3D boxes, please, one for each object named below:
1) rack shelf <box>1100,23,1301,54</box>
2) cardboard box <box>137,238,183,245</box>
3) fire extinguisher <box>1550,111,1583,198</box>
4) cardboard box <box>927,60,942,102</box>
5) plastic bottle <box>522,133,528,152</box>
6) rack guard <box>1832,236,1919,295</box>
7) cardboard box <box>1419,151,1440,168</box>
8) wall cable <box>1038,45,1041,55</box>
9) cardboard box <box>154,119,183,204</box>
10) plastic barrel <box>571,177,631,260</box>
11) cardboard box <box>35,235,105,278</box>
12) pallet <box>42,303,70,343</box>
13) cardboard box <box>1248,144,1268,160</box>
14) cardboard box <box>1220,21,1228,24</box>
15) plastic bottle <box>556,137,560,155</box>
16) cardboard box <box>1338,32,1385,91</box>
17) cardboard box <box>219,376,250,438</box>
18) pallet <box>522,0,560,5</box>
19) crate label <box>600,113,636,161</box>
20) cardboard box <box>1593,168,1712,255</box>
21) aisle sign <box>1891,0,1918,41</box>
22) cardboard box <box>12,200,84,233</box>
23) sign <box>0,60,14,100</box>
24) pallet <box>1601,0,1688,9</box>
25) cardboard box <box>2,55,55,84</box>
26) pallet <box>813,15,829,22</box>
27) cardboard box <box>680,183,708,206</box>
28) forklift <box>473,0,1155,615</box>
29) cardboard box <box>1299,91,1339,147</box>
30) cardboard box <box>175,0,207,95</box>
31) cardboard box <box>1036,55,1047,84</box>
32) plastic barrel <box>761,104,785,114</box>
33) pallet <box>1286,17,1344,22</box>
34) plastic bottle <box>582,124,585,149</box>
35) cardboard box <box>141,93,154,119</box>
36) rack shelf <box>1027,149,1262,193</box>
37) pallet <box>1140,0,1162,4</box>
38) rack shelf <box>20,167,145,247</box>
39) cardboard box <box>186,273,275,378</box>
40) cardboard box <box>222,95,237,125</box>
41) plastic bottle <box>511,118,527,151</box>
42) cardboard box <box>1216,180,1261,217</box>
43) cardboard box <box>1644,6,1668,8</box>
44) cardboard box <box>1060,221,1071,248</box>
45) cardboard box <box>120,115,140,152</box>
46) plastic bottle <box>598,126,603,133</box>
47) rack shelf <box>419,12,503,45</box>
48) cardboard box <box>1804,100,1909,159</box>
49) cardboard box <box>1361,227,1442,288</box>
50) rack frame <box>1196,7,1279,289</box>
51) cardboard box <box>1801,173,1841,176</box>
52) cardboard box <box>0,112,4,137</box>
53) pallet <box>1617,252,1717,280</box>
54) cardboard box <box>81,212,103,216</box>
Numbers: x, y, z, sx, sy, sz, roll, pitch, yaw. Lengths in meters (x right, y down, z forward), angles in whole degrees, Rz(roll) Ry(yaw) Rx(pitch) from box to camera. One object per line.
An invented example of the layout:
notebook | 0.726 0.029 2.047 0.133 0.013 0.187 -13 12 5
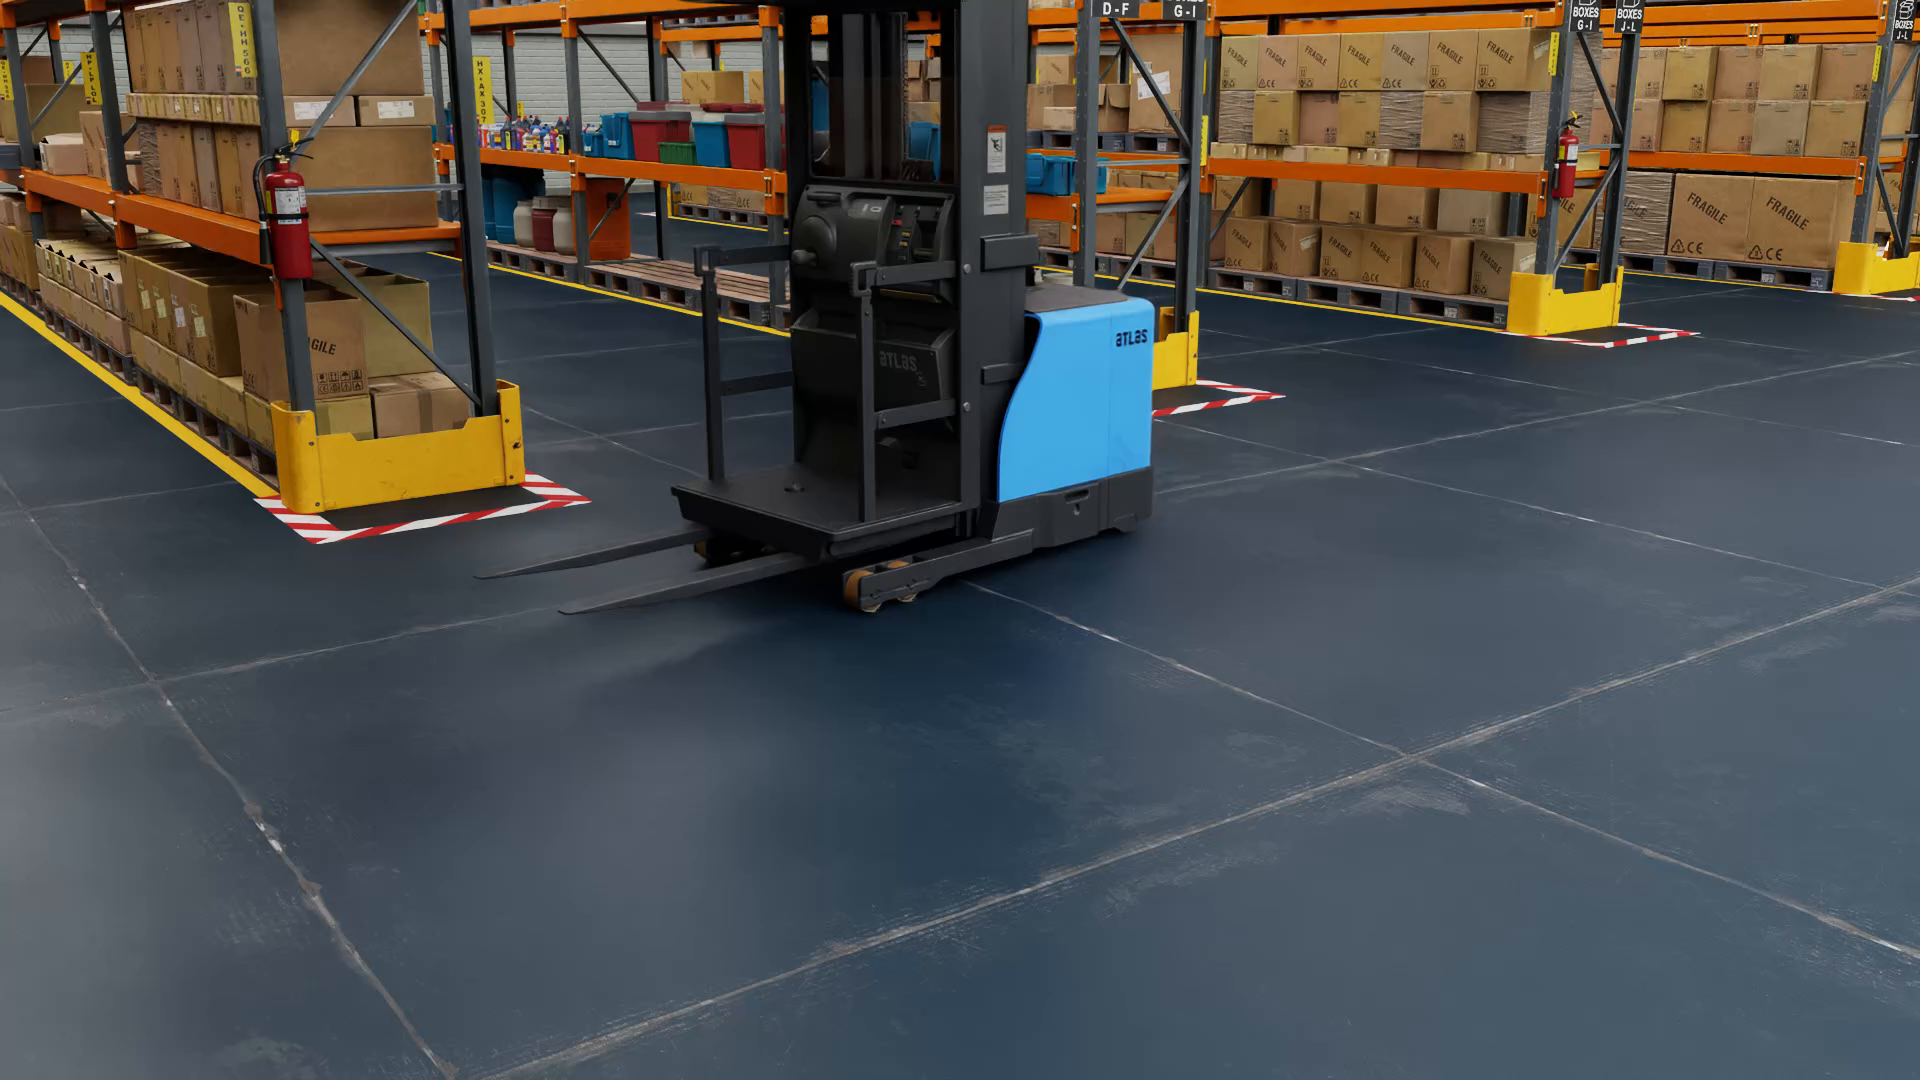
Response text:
rack shelf | 3.373 -7.219 23.951 1.077 0.370 4.000 -11 19 -35
cardboard box | -6.720 -2.370 13.905 0.500 0.311 0.500 -11 19 -35
fire extinguisher | 4.876 -3.102 13.376 0.296 0.674 0.183 -11 19 -35
cardboard box | 0.061 -5.635 20.392 0.797 0.503 0.637 -10 18 -33
plastic bottle | -4.701 -4.322 18.061 0.097 0.201 0.097 0 15 0
rack guard | 9.267 -2.773 16.761 1.175 0.500 0.348 -11 19 -35
cardboard box | 4.264 -3.358 14.638 0.380 0.149 0.250 -11 19 -35
wall cable | 1.596 -10.104 36.884 0.588 1.984 0.122 -11 19 -35
cardboard box | -4.605 -2.396 10.458 0.700 0.500 0.500 -11 19 -35
plastic barrel | -3.830 -3.433 17.752 0.600 0.830 0.708 -11 19 -35
cardboard box | -7.467 -2.397 14.001 0.500 0.311 0.500 -10 18 -33
pallet | -7.085 -1.880 14.046 1.003 0.211 1.213 -11 19 -35
cardboard box | 3.018 -3.772 16.150 0.380 0.149 0.250 -11 19 -35
cardboard box | 3.703 -7.375 22.967 0.500 0.500 0.500 -11 19 -35
plastic bottle | -4.165 -4.127 17.349 0.097 0.201 0.097 0 15 0
cardboard box | 3.780 -4.310 14.994 0.500 0.500 0.500 -11 19 -35
cardboard box | -3.692 -0.749 9.043 0.500 0.250 0.500 -11 19 -35
pallet | -3.900 -5.709 17.430 1.003 0.211 1.213 -11 19 -35
crate label | -3.163 -3.938 16.216 0.502 0.435 0.616 -11 19 -35
cardboard box | 7.747 -3.679 18.564 0.875 0.875 0.875 -11 19 -34
aisle sign | 9.052 -5.176 15.881 0.394 0.787 0.004 -11 19 -35
cardboard box | -8.314 -2.950 15.154 0.500 0.250 0.500 -10 18 -32
sign | -7.971 -3.841 13.885 0.100 0.325 0.005 -11 19 -35
pallet | 7.373 -6.066 18.542 1.003 0.211 1.213 -11 19 -35
cardboard box | -9.939 -4.936 17.845 0.500 0.500 0.500 -10 18 -33
pallet | -1.295 -6.964 22.020 0.805 0.209 1.217 -12 19 -37
cardboard box | -3.785 -5.706 25.970 0.875 0.875 0.875 -11 19 -35
forklift | -0.516 -1.283 6.711 3.031 2.935 1.130 -14 21 -42
cardboard box | 3.685 -3.972 15.655 0.875 0.500 0.500 -11 19 -35
cardboard box | -4.035 -2.812 9.520 0.700 0.500 0.500 -11 19 -34
cardboard box | 1.394 -7.388 26.242 0.500 0.500 0.500 -12 19 -36
plastic barrel | -1.562 -3.625 14.881 0.433 0.535 0.433 0 15 0
pallet | 4.970 -6.919 21.848 1.213 0.211 1.003 -10 18 -32
plastic bottle | -4.247 -4.531 18.694 0.097 0.271 0.097 0 15 0
cardboard box | -4.884 -2.718 10.407 0.380 0.149 0.250 -11 19 -36
rack shelf | 1.653 -4.170 18.492 1.077 0.370 4.000 -11 19 -35
pallet | 2.553 -5.594 17.008 1.213 0.211 1.003 -11 19 -35
rack shelf | -6.362 -2.633 12.877 1.077 0.370 4.000 -11 19 -35
cardboard box | -3.990 -1.216 9.331 0.500 0.500 0.500 -11 19 -35
cardboard box | -3.664 -2.276 8.793 0.380 0.149 0.250 -11 19 -34
plastic bottle | -4.844 -4.456 18.268 0.144 0.351 0.185 -11 19 -35
cardboard box | 3.951 -4.789 23.331 0.500 0.500 0.500 -11 19 -35
cardboard box | 9.792 -7.525 23.195 0.500 0.250 0.500 -11 19 -34
cardboard box | 1.563 -3.574 18.854 0.700 0.500 0.500 -9 18 -30
cardboard box | -5.934 -2.880 12.228 0.500 0.500 0.500 -9 18 -31
plastic bottle | -3.889 -4.374 18.119 0.097 0.271 0.097 0 15 0
rack shelf | -7.057 -6.556 21.529 1.077 0.370 4.000 -11 19 -35
cardboard box | 8.998 -4.129 16.694 0.875 0.550 0.550 -11 19 -35
cardboard box | 4.096 -2.627 15.433 0.500 0.500 0.500 -9 18 -29
rack frame | 2.829 -4.090 16.837 1.000 3.000 0.127 -11 19 -35
cardboard box | 11.298 -4.586 21.641 0.500 0.500 0.500 -10 18 -32
cardboard box | -8.801 -4.144 16.051 0.500 0.500 0.700 12 19 38
pallet | 8.006 -3.058 18.349 1.003 0.211 1.213 -11 19 -35
cardboard box | -9.084 -3.100 17.122 0.500 0.500 0.500 -11 19 -34
